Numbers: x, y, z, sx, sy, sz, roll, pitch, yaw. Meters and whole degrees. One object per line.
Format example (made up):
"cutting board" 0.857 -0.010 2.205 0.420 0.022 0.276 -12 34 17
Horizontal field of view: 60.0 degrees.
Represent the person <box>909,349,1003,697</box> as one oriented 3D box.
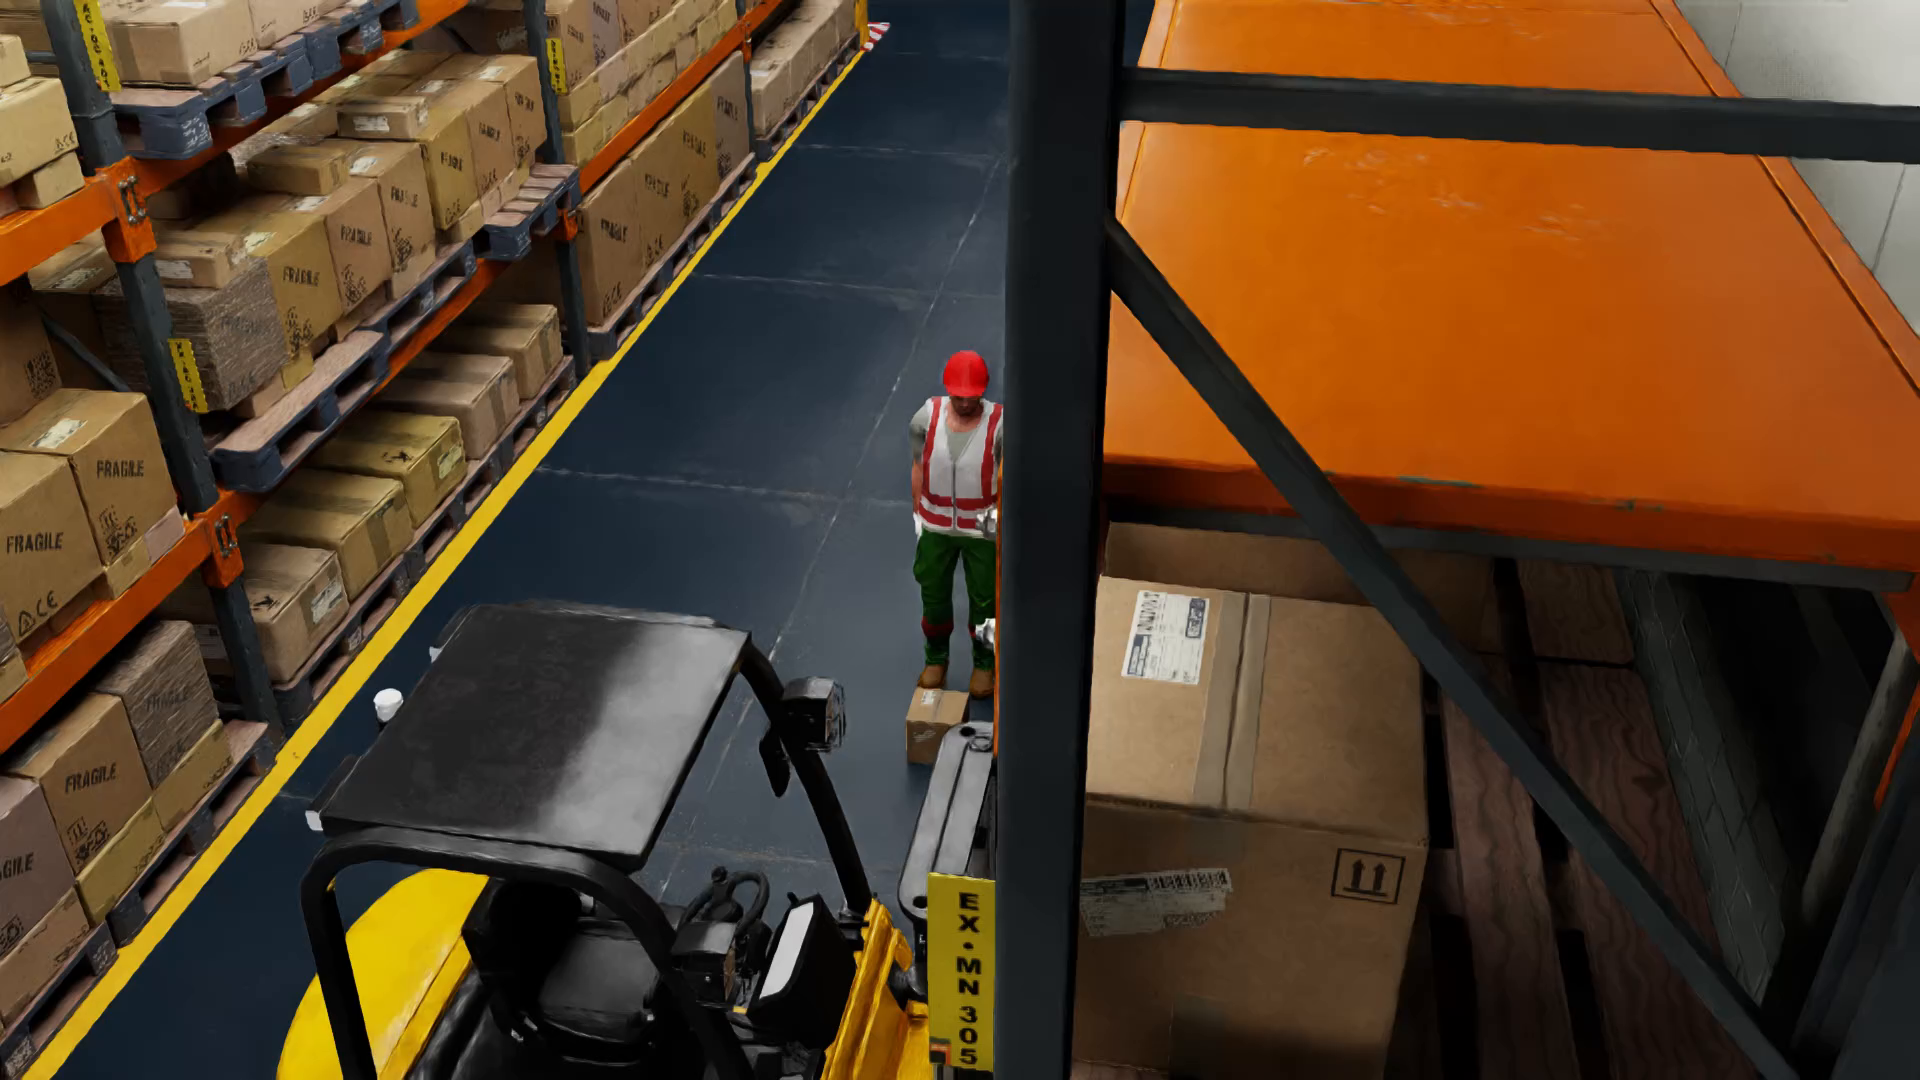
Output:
"person" 0.021 -0.070 7.733 0.527 1.779 0.347 6 33 9
